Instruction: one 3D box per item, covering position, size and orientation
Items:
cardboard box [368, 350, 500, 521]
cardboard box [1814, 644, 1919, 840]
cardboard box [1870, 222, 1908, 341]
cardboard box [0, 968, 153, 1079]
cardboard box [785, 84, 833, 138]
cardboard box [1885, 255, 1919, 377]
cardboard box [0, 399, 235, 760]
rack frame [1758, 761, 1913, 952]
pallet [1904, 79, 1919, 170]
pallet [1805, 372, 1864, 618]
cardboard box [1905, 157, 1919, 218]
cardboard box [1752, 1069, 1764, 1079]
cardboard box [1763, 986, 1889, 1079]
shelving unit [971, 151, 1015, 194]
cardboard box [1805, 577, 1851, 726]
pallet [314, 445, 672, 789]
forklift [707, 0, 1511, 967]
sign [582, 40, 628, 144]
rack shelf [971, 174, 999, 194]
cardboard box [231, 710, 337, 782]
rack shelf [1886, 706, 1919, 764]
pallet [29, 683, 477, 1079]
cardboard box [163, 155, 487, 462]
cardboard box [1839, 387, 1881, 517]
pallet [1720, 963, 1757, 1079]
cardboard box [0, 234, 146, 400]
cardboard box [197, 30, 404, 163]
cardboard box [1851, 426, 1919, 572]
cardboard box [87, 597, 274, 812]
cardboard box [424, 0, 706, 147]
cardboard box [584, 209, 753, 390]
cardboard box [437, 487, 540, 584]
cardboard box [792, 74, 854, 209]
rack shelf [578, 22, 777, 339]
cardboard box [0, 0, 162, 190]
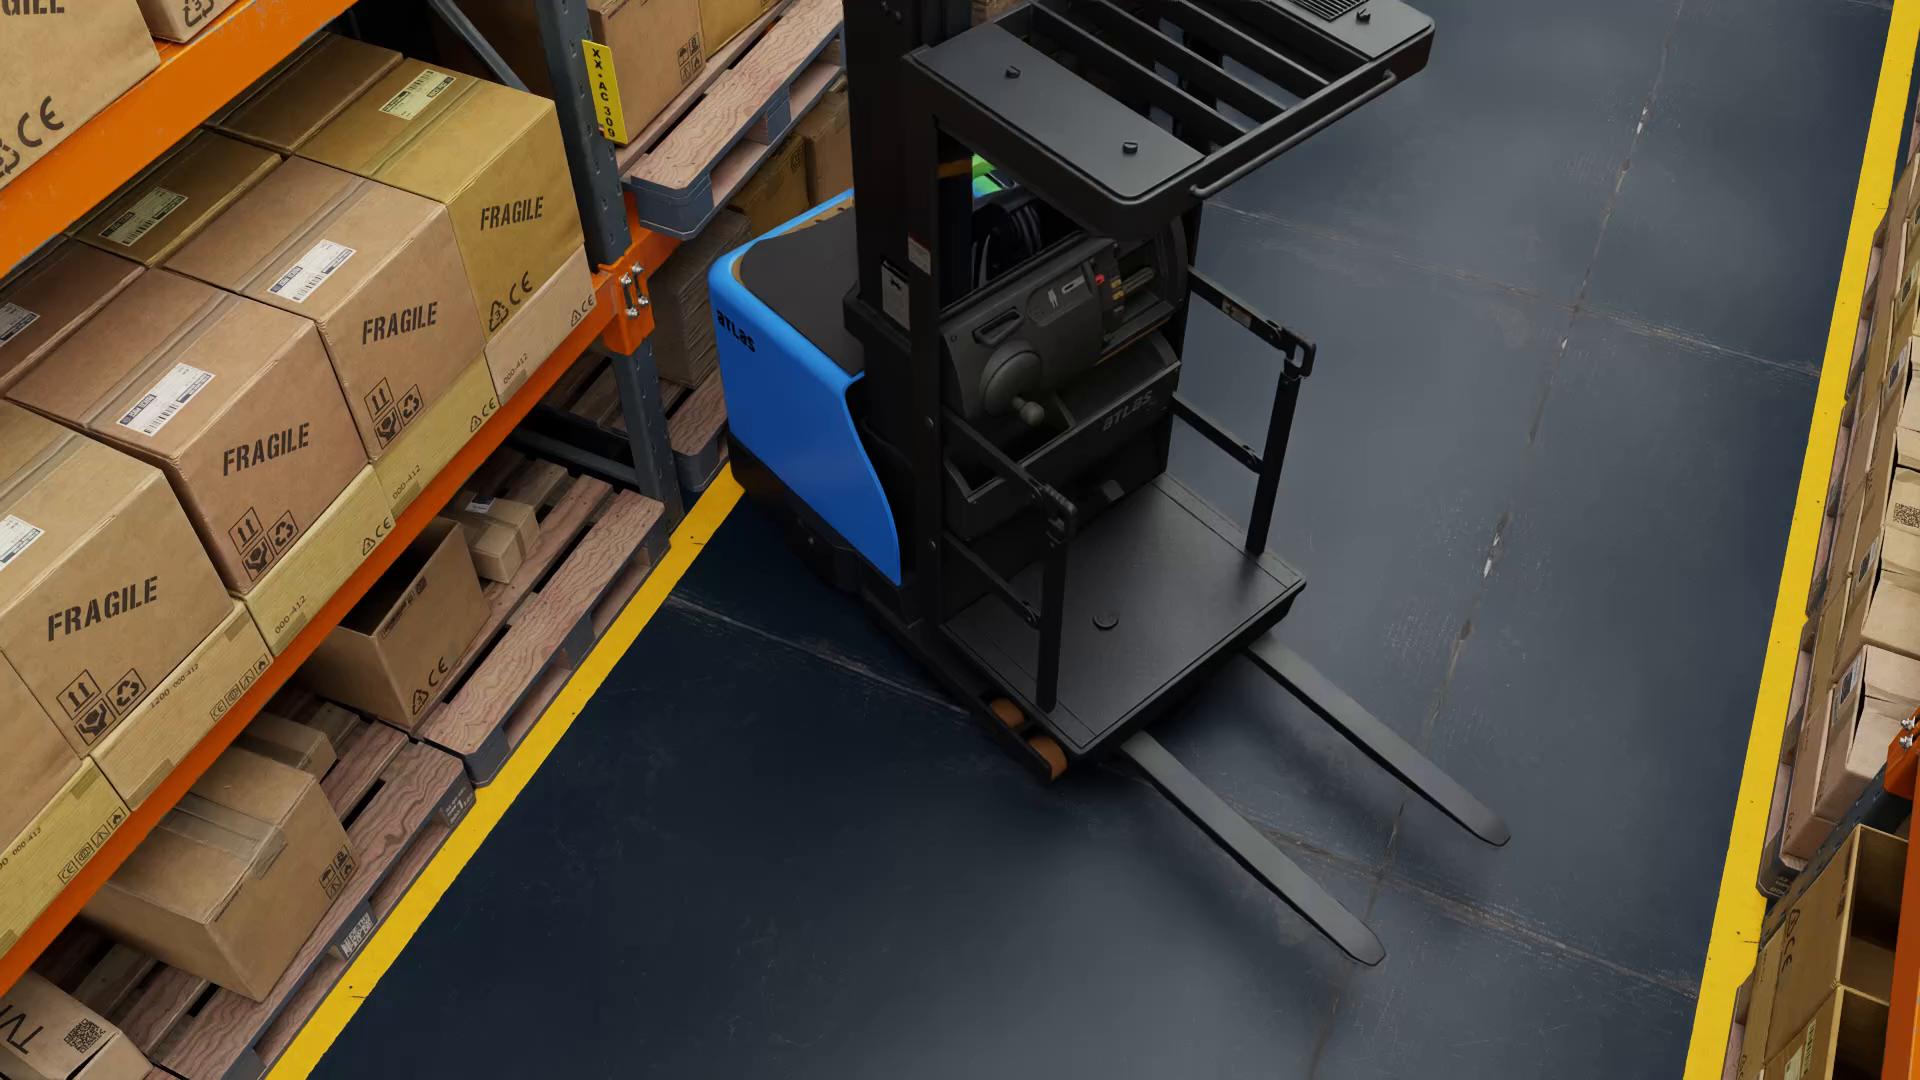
[{"bbox_3d":[-1.672,-0.378,4.687,0.500,0.250,0.500,20,52,16],"label":"cardboard box"},{"bbox_3d":[2.871,0.625,4.910,0.500,0.311,0.500,20,52,16],"label":"cardboard box"},{"bbox_3d":[3.963,-0.964,6.630,0.500,0.250,0.500,18,52,15],"label":"cardboard box"},{"bbox_3d":[-2.612,1.458,4.516,0.500,0.311,0.500,24,54,19],"label":"cardboard box"},{"bbox_3d":[-0.820,-1.937,6.789,0.500,0.250,0.500,18,52,15],"label":"cardboard box"},{"bbox_3d":[3.740,-0.777,6.103,0.500,0.311,0.500,19,52,15],"label":"cardboard box"},{"bbox_3d":[-2.100,0.087,3.799,0.500,0.500,0.500,21,53,17],"label":"cardboard box"},{"bbox_3d":[2.957,0.424,3.920,1.000,3.000,0.127,20,52,16],"label":"rack frame"},{"bbox_3d":[5.019,-1.929,7.753,1.003,0.211,1.213,20,52,16],"label":"pallet"},{"bbox_3d":[3.756,-0.036,6.142,1.003,0.211,1.213,20,52,16],"label":"pallet"},{"bbox_3d":[4.177,-1.492,6.712,0.500,0.311,0.500,21,53,17],"label":"cardboard box"},{"bbox_3d":[2.267,1.742,4.328,0.500,0.250,0.500,20,52,16],"label":"cardboard box"},{"bbox_3d":[2.269,1.500,4.041,0.500,0.500,0.500,20,52,16],"label":"cardboard box"},{"bbox_3d":[-0.053,-1.336,6.599,0.503,1.200,0.258,-30,56,-23],"label":"shelving unit"},{"bbox_3d":[3.090,0.451,5.426,0.500,0.250,0.500,19,52,16],"label":"cardboard box"},{"bbox_3d":[-1.778,0.192,5.948,1.003,0.211,1.213,20,52,16],"label":"pallet"},{"bbox_3d":[0.470,-0.585,4.823,1.130,2.935,3.031,-34,57,-25],"label":"forklift"},{"bbox_3d":[-1.030,-1.295,4.814,0.100,0.325,0.005,20,52,16],"label":"sign"},{"bbox_3d":[-0.053,-1.295,6.647,0.480,0.148,0.258,-30,56,-23],"label":"rack shelf"},{"bbox_3d":[-2.225,0.691,5.276,0.380,0.149,0.250,16,51,13],"label":"cardboard box"},{"bbox_3d":[3.811,-0.720,5.366,1.077,0.370,4.000,20,52,16],"label":"rack shelf"},{"bbox_3d":[-2.298,1.035,5.230,1.003,0.211,1.213,20,52,16],"label":"pallet"},{"bbox_3d":[-1.654,-0.614,4.396,0.500,0.500,0.500,20,52,16],"label":"cardboard box"},{"bbox_3d":[3.527,-0.251,6.024,0.500,0.250,0.500,21,53,17],"label":"cardboard box"},{"bbox_3d":[2.579,1.862,4.527,1.003,0.211,1.213,20,52,16],"label":"pallet"},{"bbox_3d":[-2.355,-0.434,4.243,0.500,0.500,0.500,21,53,17],"label":"cardboard box"},{"bbox_3d":[-1.913,-1.131,4.835,0.500,0.500,0.500,19,52,15],"label":"cardboard box"},{"bbox_3d":[3.303,-0.078,5.508,0.500,0.311,0.500,20,52,16],"label":"cardboard box"},{"bbox_3d":[-2.087,0.320,4.093,0.500,0.250,0.500,20,53,16],"label":"cardboard box"},{"bbox_3d":[-1.275,-1.700,5.372,0.700,0.500,0.500,20,52,16],"label":"cardboard box"},{"bbox_3d":[-1.224,-1.030,6.509,0.700,0.500,0.500,21,53,17],"label":"cardboard box"},{"bbox_3d":[-1.725,-0.032,5.879,0.380,0.166,0.250,14,51,11],"label":"cardboard box"},{"bbox_3d":[-0.794,-1.740,7.114,0.700,0.500,0.500,20,53,16],"label":"cardboard box"},{"bbox_3d":[-0.669,-2.329,6.735,1.077,0.370,4.000,20,52,16],"label":"rack shelf"},{"bbox_3d":[-1.946,-1.030,3.109,0.500,0.500,0.500,18,52,15],"label":"cardboard box"}]
